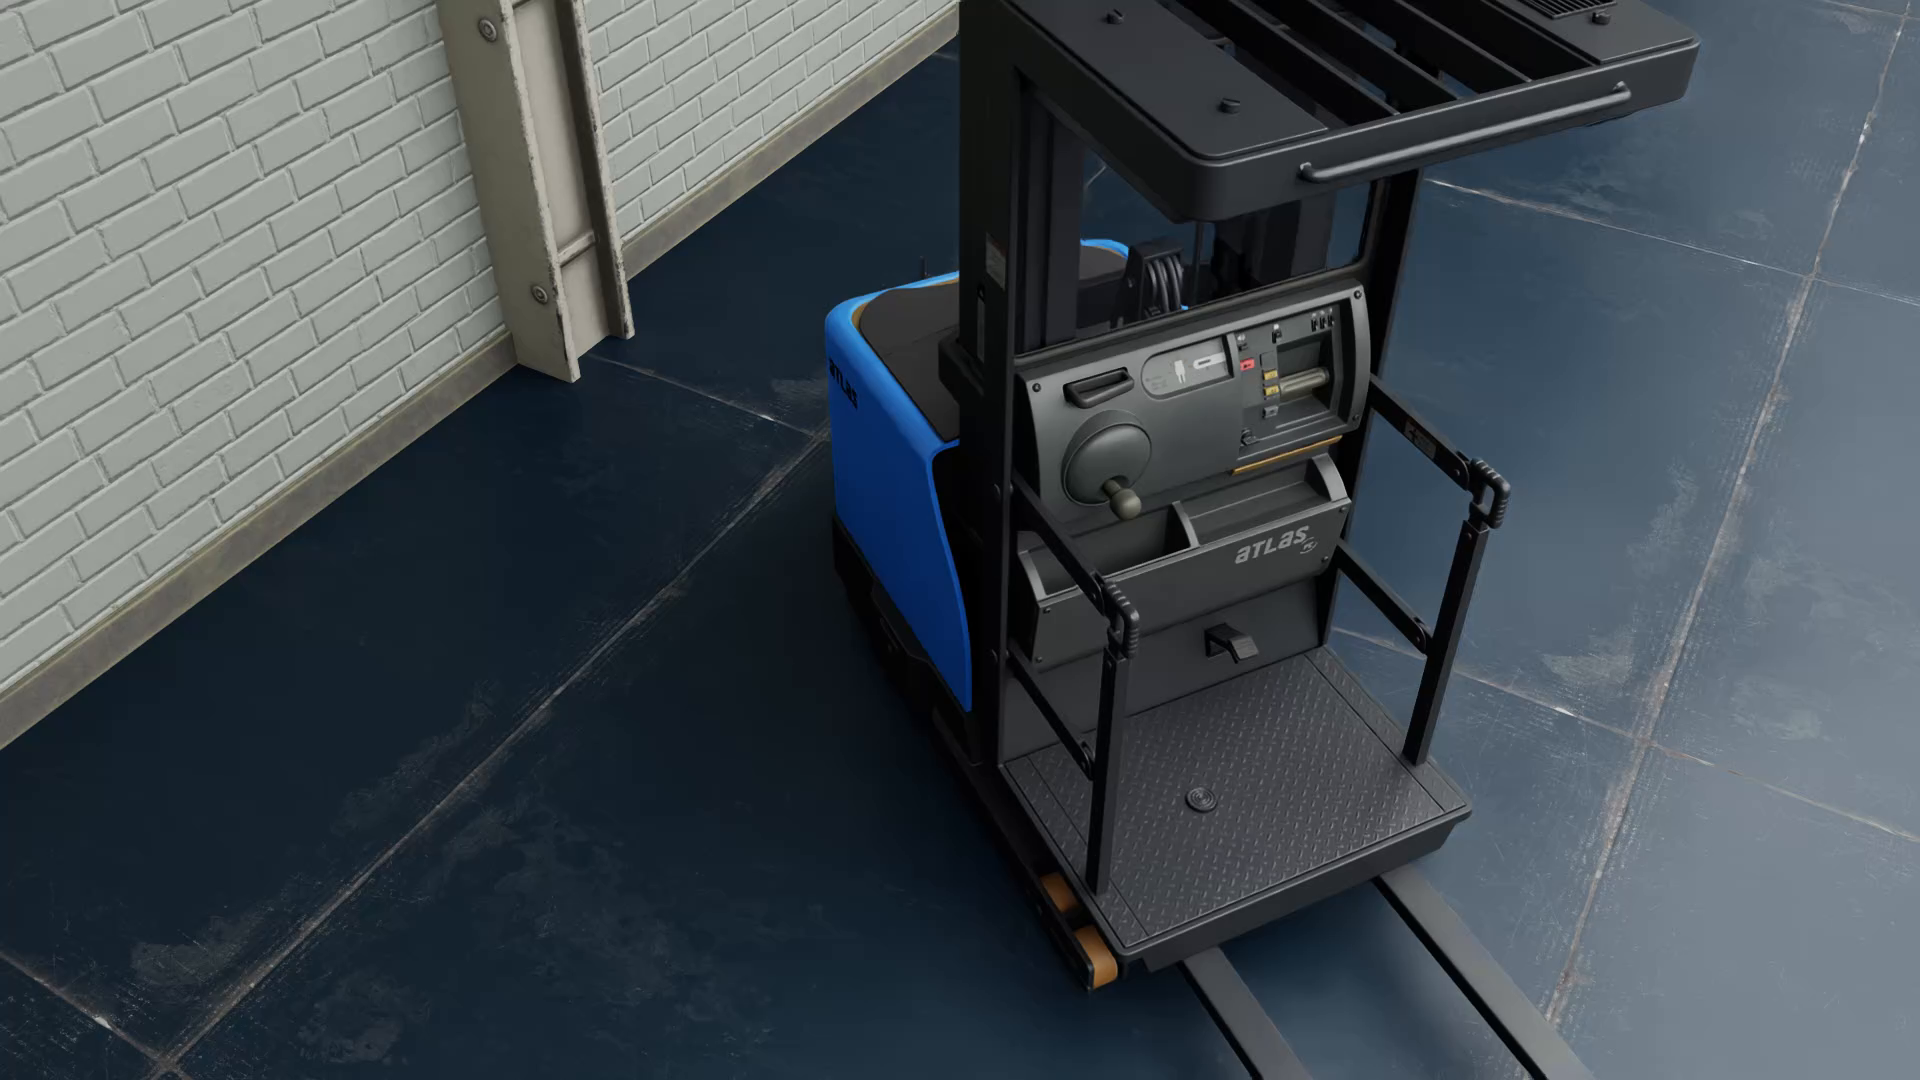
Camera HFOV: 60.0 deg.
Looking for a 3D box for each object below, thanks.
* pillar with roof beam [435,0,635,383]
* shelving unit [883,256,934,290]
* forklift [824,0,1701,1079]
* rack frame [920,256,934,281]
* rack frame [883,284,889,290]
[{"bbox_3d":[2.191,-2.725,2.035,9.100,9.000,0.400,21,45,22],"label":"pillar with roof beam"},{"bbox_3d":[-0.089,-0.490,5.625,0.258,0.900,0.210,24,47,25],"label":"shelving unit"},{"bbox_3d":[0.675,-0.252,3.819,1.130,2.935,3.031,-18,44,-19],"label":"forklift"},{"bbox_3d":[-0.031,-0.545,5.688,0.240,0.900,0.006,24,47,25],"label":"rack frame"},{"bbox_3d":[-0.146,-0.434,5.562,0.240,0.900,0.006,24,47,25],"label":"rack frame"}]
